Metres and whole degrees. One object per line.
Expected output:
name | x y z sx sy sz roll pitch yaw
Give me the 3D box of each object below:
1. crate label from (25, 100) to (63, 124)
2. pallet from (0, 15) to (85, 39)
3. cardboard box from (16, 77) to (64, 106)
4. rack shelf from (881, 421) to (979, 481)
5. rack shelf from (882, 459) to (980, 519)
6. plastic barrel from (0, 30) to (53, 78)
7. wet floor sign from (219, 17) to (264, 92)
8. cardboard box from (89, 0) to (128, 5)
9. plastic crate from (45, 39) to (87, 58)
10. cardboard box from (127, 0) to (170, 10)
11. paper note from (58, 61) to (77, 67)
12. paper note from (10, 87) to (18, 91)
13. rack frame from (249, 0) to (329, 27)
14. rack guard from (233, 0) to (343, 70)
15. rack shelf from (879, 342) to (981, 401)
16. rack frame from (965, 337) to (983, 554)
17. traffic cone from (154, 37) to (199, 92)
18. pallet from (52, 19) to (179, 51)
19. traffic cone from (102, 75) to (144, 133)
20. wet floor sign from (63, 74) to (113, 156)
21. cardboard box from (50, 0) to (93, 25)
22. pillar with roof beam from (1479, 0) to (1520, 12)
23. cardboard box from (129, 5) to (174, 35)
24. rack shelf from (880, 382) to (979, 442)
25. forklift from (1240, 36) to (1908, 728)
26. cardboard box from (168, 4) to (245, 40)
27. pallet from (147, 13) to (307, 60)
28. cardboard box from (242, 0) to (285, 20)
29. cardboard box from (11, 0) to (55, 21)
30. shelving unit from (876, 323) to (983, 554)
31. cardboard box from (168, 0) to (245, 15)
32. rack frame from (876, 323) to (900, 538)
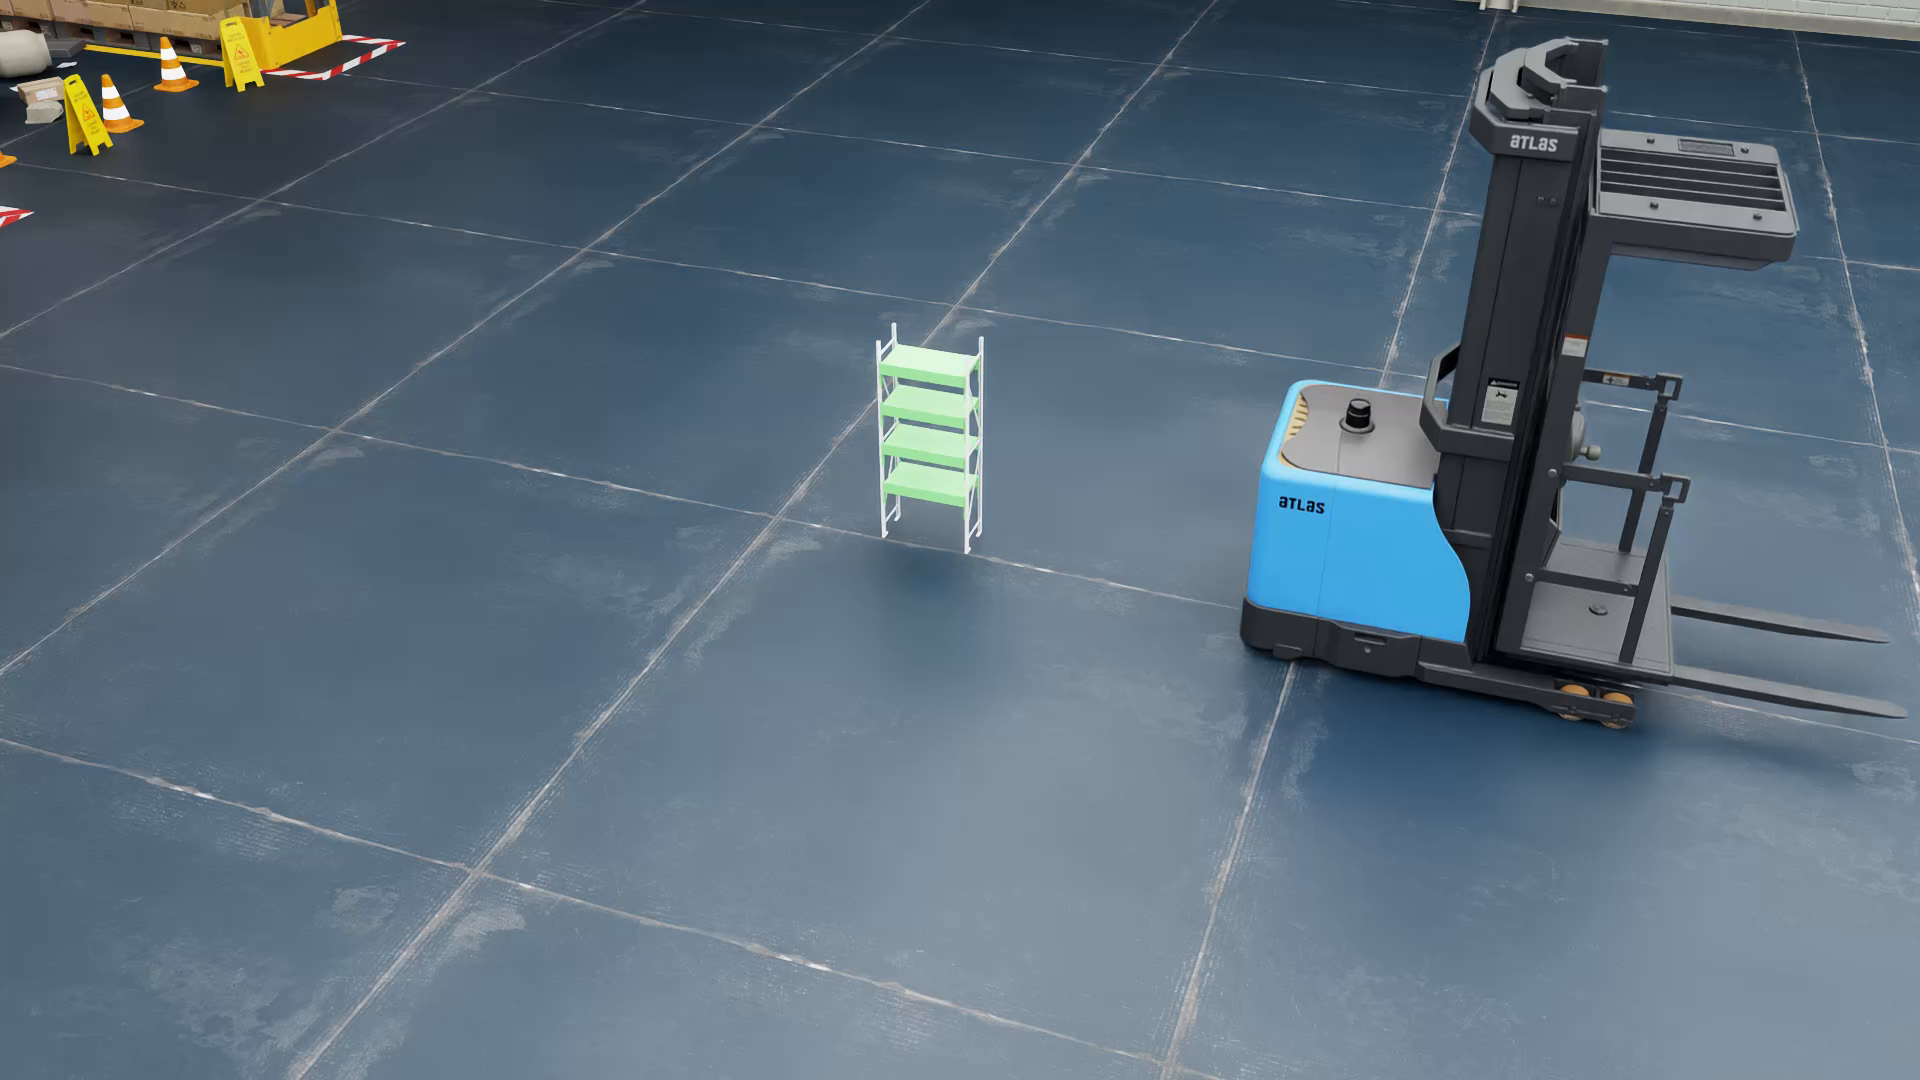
crate label | -8.337 -3.901 15.133 0.298 0.136 0.250 -6 33 -9
pallet | -9.803 -5.656 17.783 1.213 0.211 1.003 11 34 16
cardboard box | -8.597 -4.211 15.602 0.380 0.149 0.250 -25 40 -33
rack shelf | -0.156 -0.481 8.974 0.480 0.148 0.258 11 34 16
rack shelf | -0.156 -0.279 9.104 0.480 0.148 0.258 11 34 16
plastic barrel | -9.137 -4.723 16.142 0.512 0.421 0.421 -18 37 -25
wet floor sign | -6.864 -4.630 15.794 0.232 0.644 0.267 24 40 32
cardboard box | -8.489 -5.739 16.799 0.500 0.500 0.500 10 34 15
plastic crate | -9.246 -4.999 16.888 0.583 0.080 0.402 0 33 0
cardboard box | -8.017 -5.644 16.650 0.500 0.500 0.500 12 35 18
paper note | -8.863 -4.723 16.505 0.148 0.019 0.142 0 33 0
paper note | -8.992 -4.336 15.917 0.142 0.019 0.148 24 40 32
rack frame | -6.682 -6.200 16.055 0.127 3.000 1.000 11 34 16
rack guard | -6.754 -5.164 16.755 0.348 0.500 1.175 11 34 16
rack shelf | -0.156 -0.884 8.714 0.480 0.148 0.258 11 34 16
rack frame | 0.074 -0.490 8.870 0.015 1.200 0.240 11 34 16
traffic cone | -7.522 -4.554 15.845 0.334 0.463 0.336 11 34 16
pallet | -8.651 -5.433 17.439 1.213 0.211 1.003 11 34 16
traffic cone | -7.576 -3.925 14.871 0.334 0.463 0.336 11 34 16
wet floor sign | -7.562 -3.671 14.308 0.232 0.644 0.267 5 33 8
cardboard box | -8.976 -5.520 17.150 0.500 0.250 0.500 11 34 16
pillar with roof beam | 4.482 -7.449 12.459 0.400 9.000 9.100 11 34 16
cardboard box | -8.019 -5.331 16.857 0.500 0.250 0.500 11 34 17
rack shelf | -0.156 -0.682 8.844 0.480 0.148 0.258 11 34 16
forklift | 2.980 -0.668 7.550 3.031 2.935 1.130 10 34 15
cardboard box | -7.556 -5.236 16.710 0.500 0.250 0.500 11 34 16
pallet | -7.506 -5.209 17.092 1.213 0.211 1.003 11 34 16
cardboard box | -7.348 -5.510 17.135 0.500 0.250 0.500 11 34 16
cardboard box | -9.477 -5.616 17.298 0.500 0.250 0.500 13 35 19
shelving unit | -0.156 -0.534 8.940 0.503 1.200 0.258 11 34 16
cardboard box | -7.524 -5.550 16.505 0.500 0.500 0.500 11 35 17
rack frame | -0.386 -0.579 9.009 0.015 1.200 0.240 11 34 16
